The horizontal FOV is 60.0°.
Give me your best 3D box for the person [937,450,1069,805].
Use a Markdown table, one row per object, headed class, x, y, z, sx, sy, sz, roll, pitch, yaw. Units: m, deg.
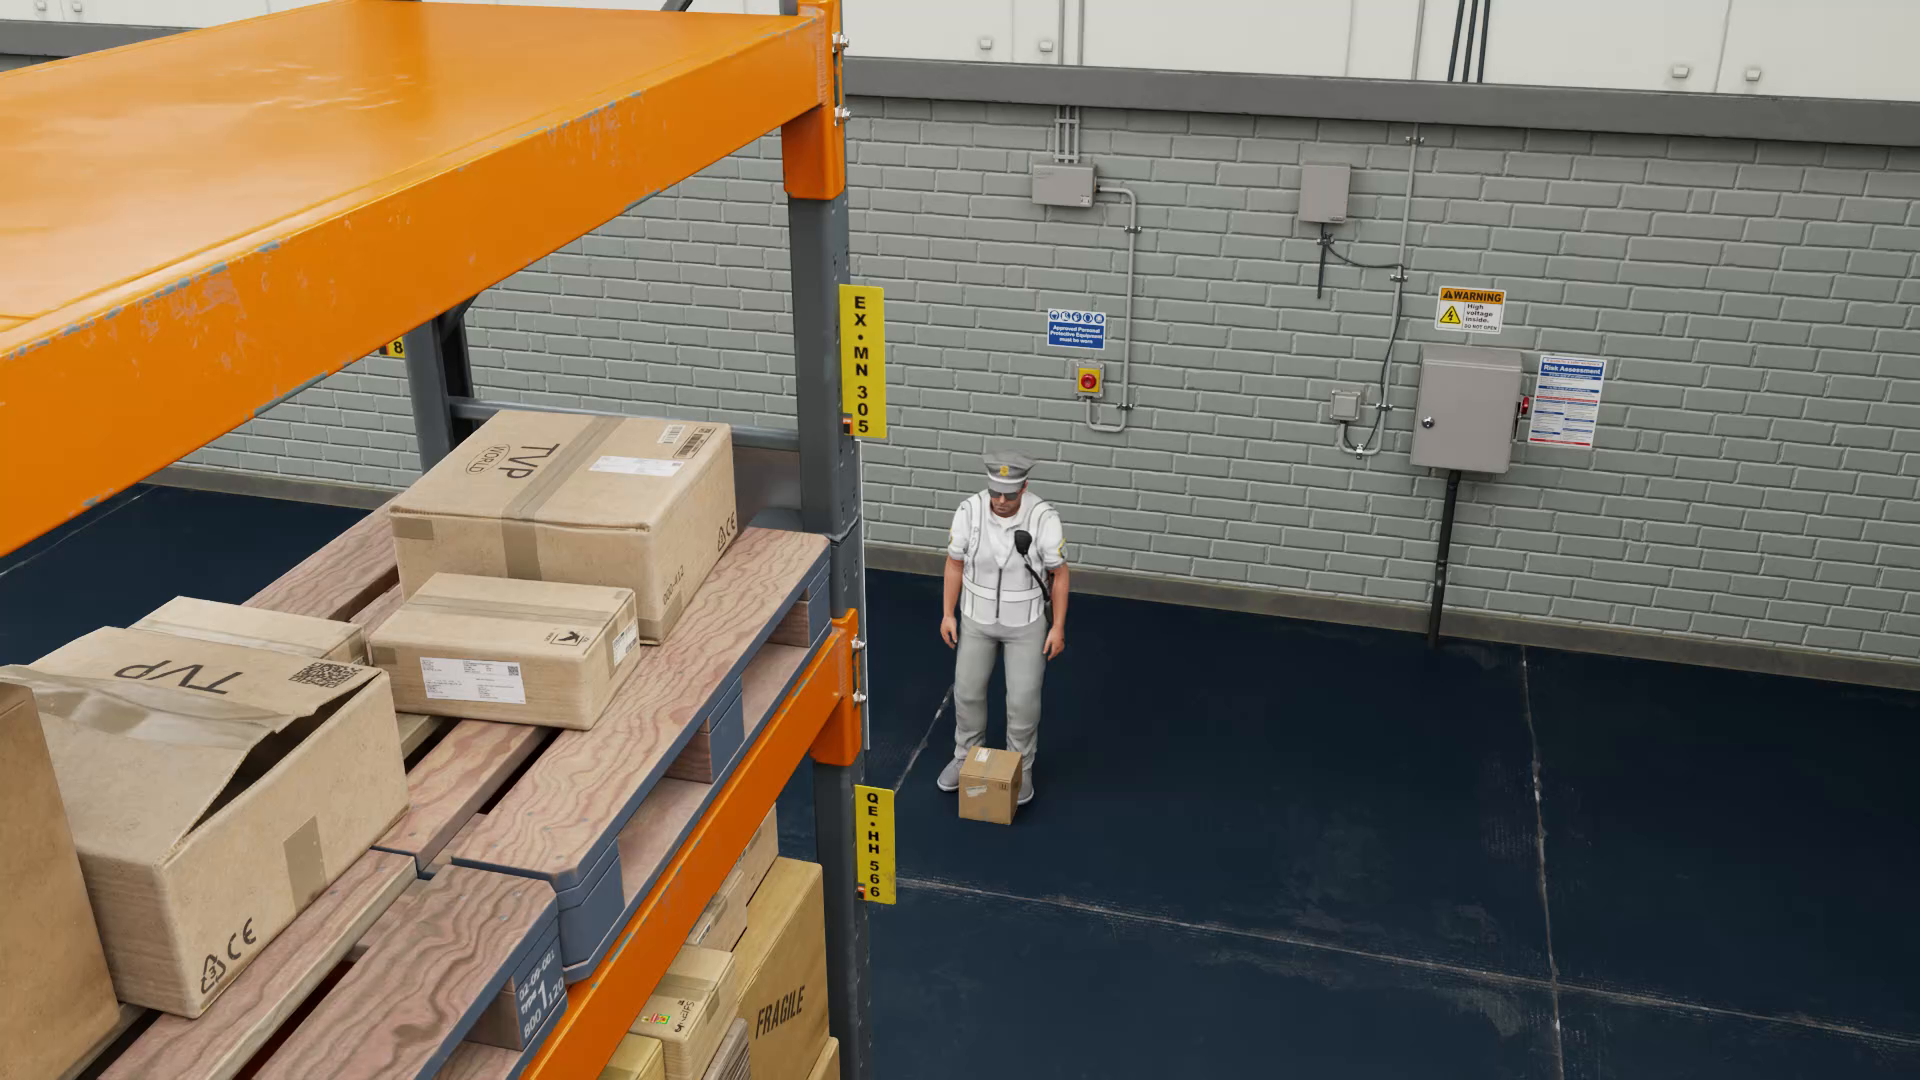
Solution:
| class | x | y | z | sx | sy | sz | roll | pitch | yaw |
| --- | --- | --- | --- | --- | --- | --- | --- | --- | --- |
| person | 0.206 | 0.379 | 7.793 | 0.594 | 1.748 | 0.467 | 6 | 26 | 12 |
